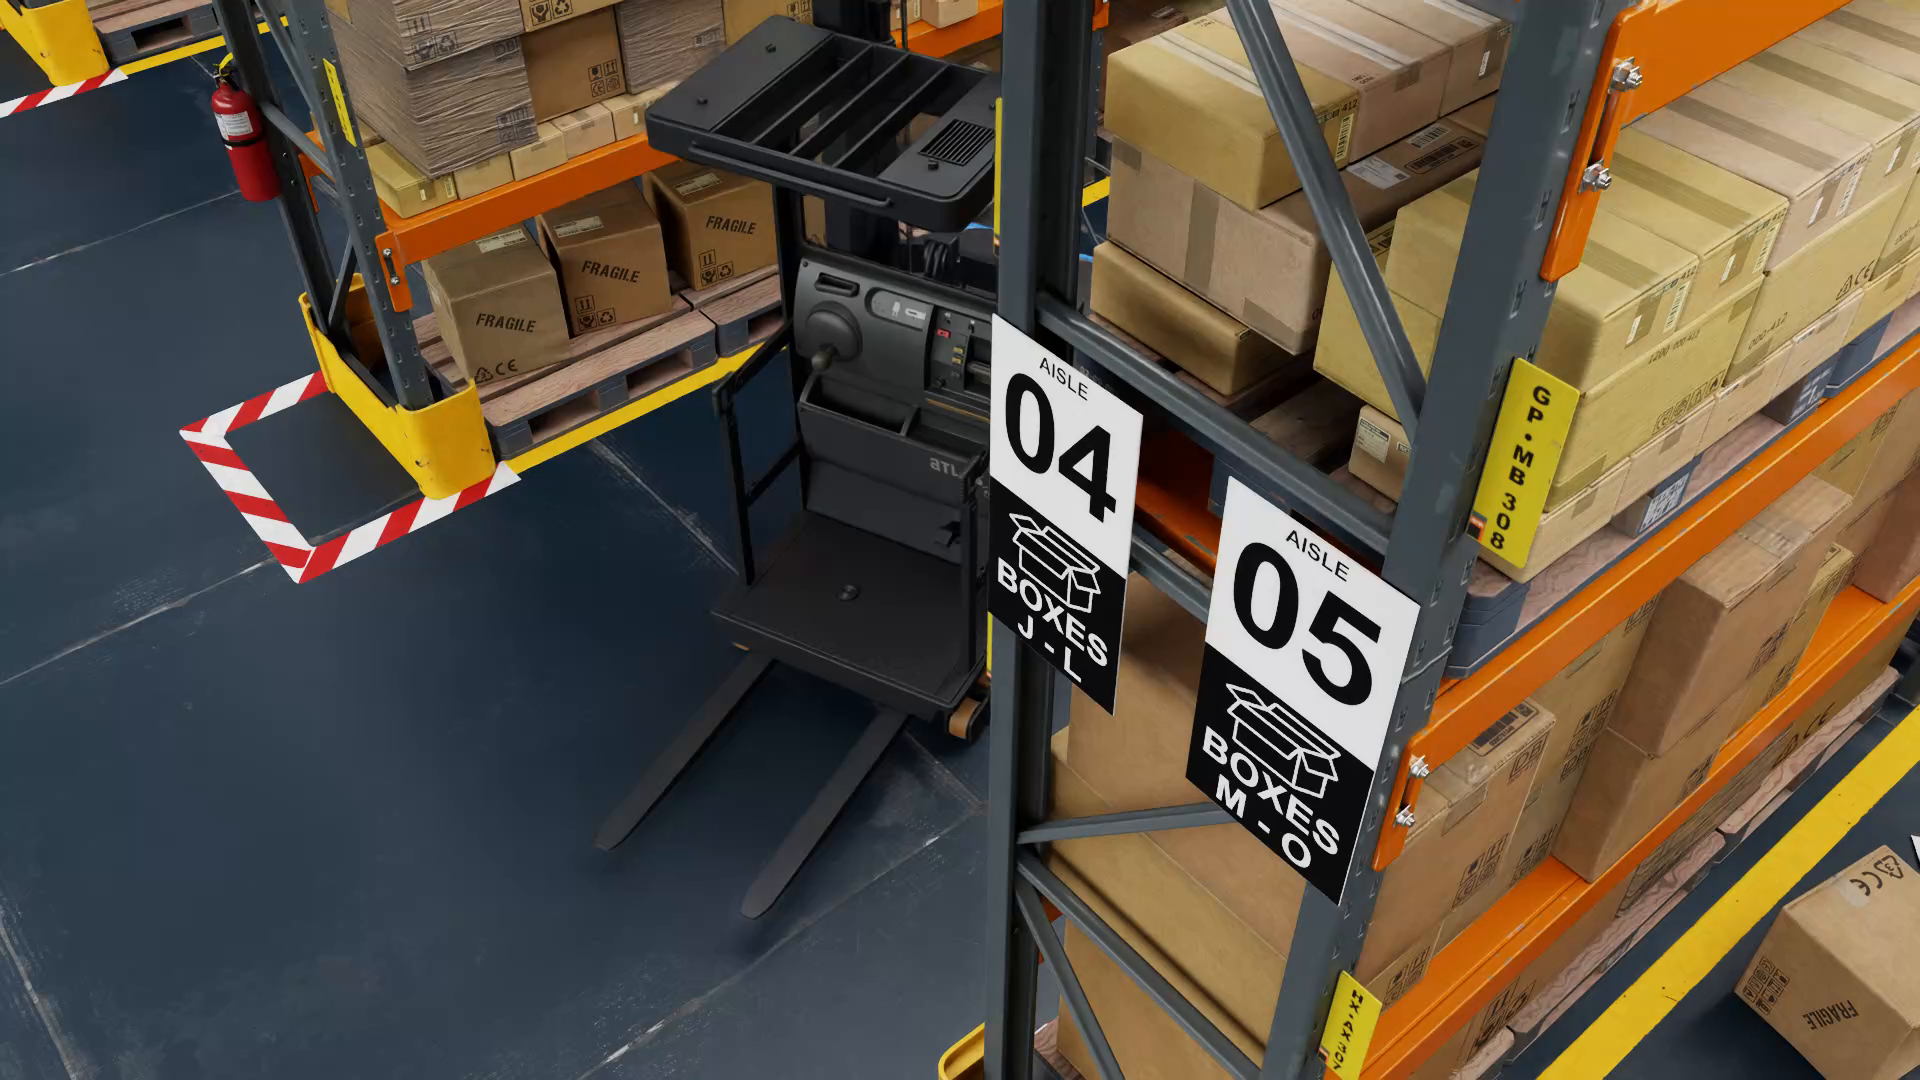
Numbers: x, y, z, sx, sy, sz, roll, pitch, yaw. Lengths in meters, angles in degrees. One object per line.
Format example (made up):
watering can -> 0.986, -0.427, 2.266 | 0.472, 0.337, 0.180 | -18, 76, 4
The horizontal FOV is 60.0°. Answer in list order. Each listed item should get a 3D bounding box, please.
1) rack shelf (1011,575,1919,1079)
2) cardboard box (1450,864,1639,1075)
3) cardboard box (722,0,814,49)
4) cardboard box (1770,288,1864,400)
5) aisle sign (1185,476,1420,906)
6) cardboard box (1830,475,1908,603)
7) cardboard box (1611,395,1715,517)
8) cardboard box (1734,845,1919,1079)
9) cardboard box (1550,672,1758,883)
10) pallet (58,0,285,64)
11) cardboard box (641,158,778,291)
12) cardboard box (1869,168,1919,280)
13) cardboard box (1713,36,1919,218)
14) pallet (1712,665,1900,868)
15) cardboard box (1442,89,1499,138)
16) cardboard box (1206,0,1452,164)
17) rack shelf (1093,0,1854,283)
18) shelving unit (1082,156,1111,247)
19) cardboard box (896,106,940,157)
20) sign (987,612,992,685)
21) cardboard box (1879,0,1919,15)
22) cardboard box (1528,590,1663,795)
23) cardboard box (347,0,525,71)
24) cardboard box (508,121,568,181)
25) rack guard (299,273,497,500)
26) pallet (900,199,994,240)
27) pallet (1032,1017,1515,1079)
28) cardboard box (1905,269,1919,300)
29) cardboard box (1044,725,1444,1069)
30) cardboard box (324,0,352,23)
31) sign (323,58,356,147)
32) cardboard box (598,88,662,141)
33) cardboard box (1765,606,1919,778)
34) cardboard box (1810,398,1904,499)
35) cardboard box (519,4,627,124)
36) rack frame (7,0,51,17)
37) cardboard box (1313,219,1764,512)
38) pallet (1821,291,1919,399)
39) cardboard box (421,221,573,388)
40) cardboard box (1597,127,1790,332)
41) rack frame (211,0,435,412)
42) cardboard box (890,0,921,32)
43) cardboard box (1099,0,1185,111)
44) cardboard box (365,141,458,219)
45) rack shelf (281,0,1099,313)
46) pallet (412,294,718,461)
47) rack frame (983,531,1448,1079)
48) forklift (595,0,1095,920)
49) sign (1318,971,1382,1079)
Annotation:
rack shelf -> 1.969, 0.428, 5.182 | 4.000, 0.370, 1.077 | -30, 51, -28
cardboard box -> 1.586, 0.945, 5.351 | 0.875, 0.875, 0.875 | -31, 51, -28
cardboard box -> -1.122, -2.670, 7.665 | 0.500, 0.500, 0.875 | -30, 51, -28
cardboard box -> 1.485, -0.463, 3.218 | 0.250, 0.149, 0.380 | -29, 51, -28
aisle sign -> 0.573, 0.285, 2.910 | 0.004, 0.787, 0.394 | -30, 51, -28
cardboard box -> 2.331, -0.170, 5.184 | 0.550, 0.550, 0.875 | -30, 51, -28
cardboard box -> 1.099, -0.242, 2.983 | 0.250, 0.149, 0.380 | -29, 51, -28
cardboard box -> 2.971, 1.418, 5.427 | 0.500, 0.500, 0.500 | -21, 47, -21
cardboard box -> 1.608, 0.370, 4.609 | 0.550, 0.550, 0.875 | -30, 51, -28
pallet -> -5.193, -3.601, 10.984 | 1.213, 0.211, 1.003 | -30, 51, -28
cardboard box -> -1.251, -1.658, 8.397 | 0.500, 0.500, 0.500 | -25, 49, -24
cardboard box -> 1.745, -0.815, 3.302 | 0.500, 0.250, 0.500 | -30, 51, -28
cardboard box -> 1.478, -0.750, 2.941 | 0.250, 0.149, 0.380 | -29, 51, -27
pallet -> 2.870, 0.597, 6.514 | 1.213, 0.211, 1.003 | -30, 51, -28
cardboard box -> 1.015, -0.874, 3.364 | 0.500, 0.250, 0.500 | -30, 51, -28
cardboard box -> 0.668, -0.873, 3.072 | 0.250, 0.149, 0.380 | -30, 51, -28
rack shelf -> 1.969, -1.613, 3.266 | 4.000, 0.370, 1.077 | -30, 51, -28
shelving unit -> 0.964, -1.319, 7.613 | 1.083, 1.500, 0.587 | -31, 51, -28
cardboard box -> -0.369, -2.193, 8.967 | 0.500, 0.500, 0.500 | -15, 45, -16
sign -> 0.097, 0.245, 3.833 | 0.005, 0.325, 0.100 | -30, 51, -28
cardboard box -> 1.871, -0.975, 3.181 | 0.250, 0.149, 0.380 | -30, 51, -28
cardboard box -> 1.107, 0.163, 4.040 | 0.550, 0.550, 0.875 | -30, 51, -28
cardboard box -> -2.073, -2.213, 6.448 | 0.500, 0.500, 0.500 | -30, 51, -28
cardboard box -> -1.893, -1.715, 7.122 | 0.250, 0.149, 0.380 | -30, 51, -28
rack guard -> -2.612, -0.727, 7.713 | 0.348, 0.500, 1.175 | -30, 51, -28
pallet -> -0.094, -2.032, 9.313 | 1.213, 0.211, 1.003 | -30, 51, -28
pallet -> 0.998, 1.668, 5.373 | 1.213, 0.211, 1.003 | -30, 51, -28
cardboard box -> 1.872, -0.684, 3.453 | 0.250, 0.149, 0.380 | -30, 51, -28
cardboard box -> 0.690, 0.803, 4.148 | 0.550, 0.550, 0.875 | -30, 51, -28
cardboard box -> -2.407, -2.485, 6.738 | 0.500, 0.500, 0.500 | -30, 51, -28
sign -> -2.322, -1.635, 6.222 | 0.005, 0.325, 0.100 | -30, 51, -28
cardboard box -> -1.518, -1.942, 7.363 | 0.250, 0.149, 0.380 | -30, 51, -28
cardboard box -> 2.976, 0.148, 6.200 | 0.875, 0.875, 0.875 | -29, 50, -27
cardboard box -> 1.947, -0.313, 4.547 | 0.500, 0.550, 0.875 | -30, 51, -28
cardboard box -> -1.924, -2.259, 7.228 | 0.500, 0.500, 0.875 | -30, 51, -28
rack frame -> -5.848, -4.206, 9.591 | 0.127, 3.000, 1.000 | -30, 51, -28
cardboard box -> 0.970, -0.370, 2.828 | 0.500, 0.250, 0.500 | -30, 51, -28
pallet -> 1.933, -0.887, 3.931 | 1.213, 0.211, 1.003 | -30, 51, -28
cardboard box -> -2.180, -1.112, 7.816 | 0.500, 0.500, 0.500 | -21, 47, -21
cardboard box -> 1.088, -0.527, 2.704 | 0.250, 0.149, 0.380 | -30, 51, -28
rack frame -> -2.670, -1.605, 6.821 | 0.127, 3.000, 1.000 | -30, 51, -28
cardboard box -> -0.403, -2.629, 8.096 | 0.250, 0.149, 0.380 | -30, 51, -28
cardboard box -> 0.883, -2.869, 9.672 | 0.500, 0.500, 0.700 | -34, 53, -31
cardboard box -> -2.298, -1.513, 6.907 | 0.250, 0.149, 0.380 | -30, 51, -28
rack shelf -> -1.136, -2.221, 8.003 | 4.000, 0.370, 1.077 | -30, 51, -28
pallet -> -1.966, -0.960, 8.172 | 1.213, 0.211, 1.003 | -30, 51, -28
rack frame -> 0.435, 1.044, 4.001 | 0.127, 3.000, 1.000 | -30, 51, -28
forklift -> -0.283, -0.647, 5.851 | 1.130, 2.935, 3.031 | 20, 47, 20
sign -> 0.786, 0.994, 3.364 | 0.005, 0.325, 0.100 | -30, 51, -28
